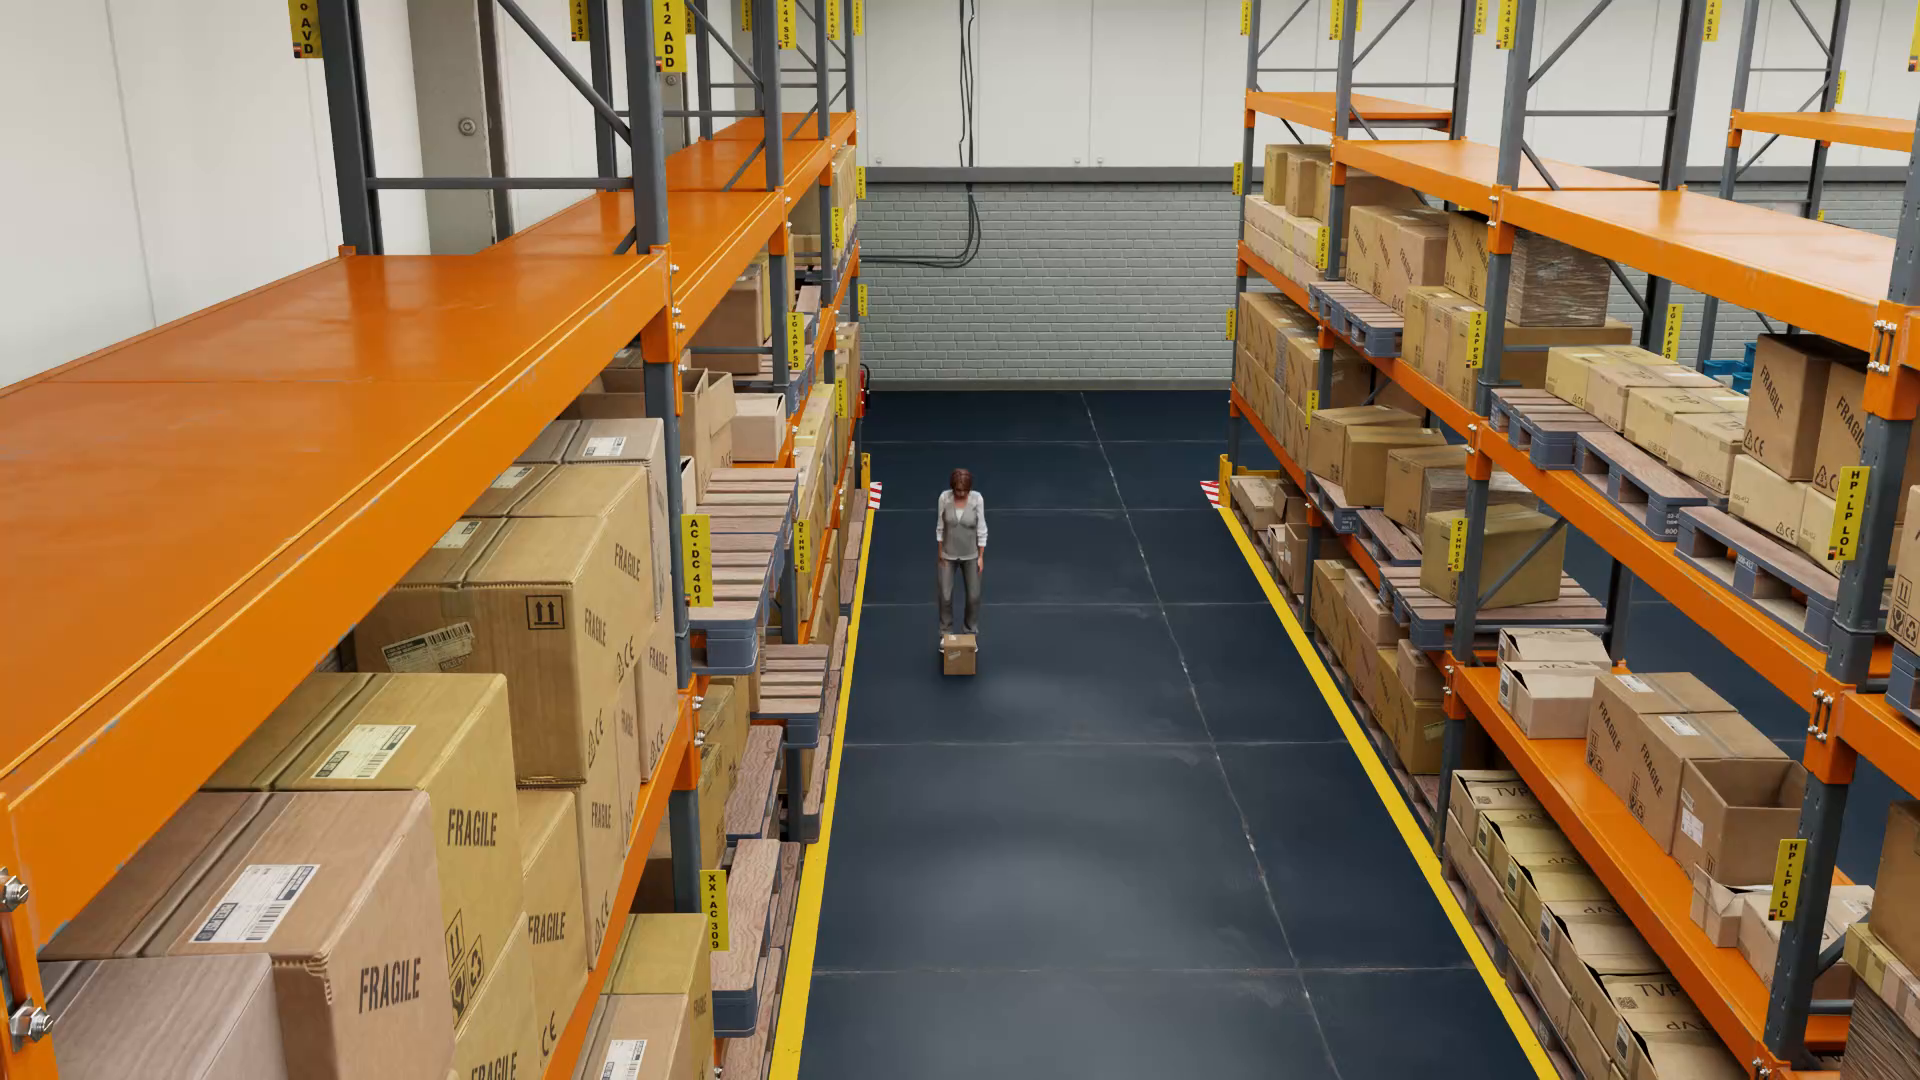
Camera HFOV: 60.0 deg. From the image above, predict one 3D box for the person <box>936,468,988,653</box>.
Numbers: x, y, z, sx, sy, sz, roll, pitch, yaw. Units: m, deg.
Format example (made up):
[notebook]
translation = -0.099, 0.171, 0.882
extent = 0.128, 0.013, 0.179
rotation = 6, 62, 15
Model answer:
[person]
translation = 0.015, 0.164, 13.614
extent = 0.420, 1.556, 0.353
rotation = 0, 17, 1
